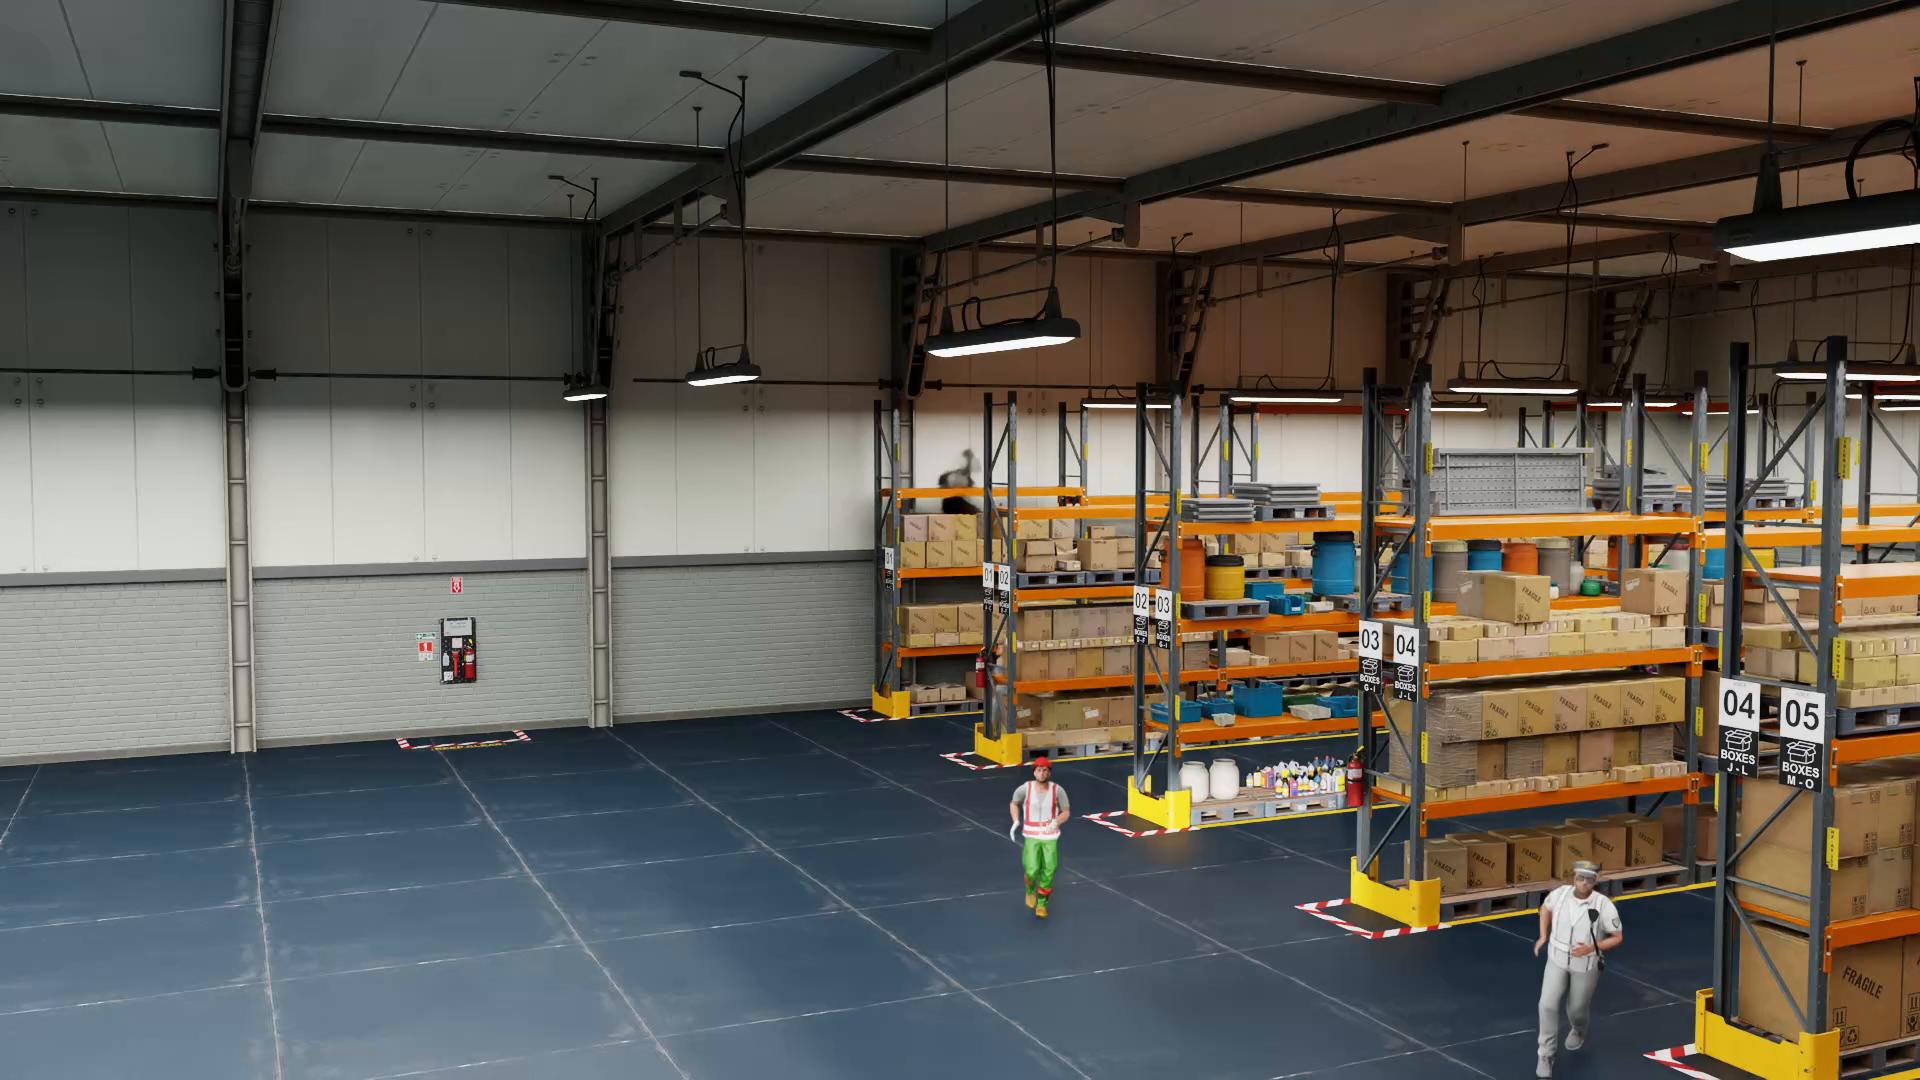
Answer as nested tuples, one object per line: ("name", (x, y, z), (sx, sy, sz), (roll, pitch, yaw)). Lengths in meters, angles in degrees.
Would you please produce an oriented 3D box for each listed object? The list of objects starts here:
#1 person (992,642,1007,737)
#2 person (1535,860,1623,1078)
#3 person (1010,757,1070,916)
("person", (0.762, 2.593, 28.781), (0.881, 1.657, 0.569), (-2, 4, -33))
("person", (5.115, 3.515, 13.757), (0.695, 1.814, 0.845), (2, 4, 34))
("person", (0.872, 3.233, 18.028), (0.646, 1.744, 0.597), (0, 3, 1))
